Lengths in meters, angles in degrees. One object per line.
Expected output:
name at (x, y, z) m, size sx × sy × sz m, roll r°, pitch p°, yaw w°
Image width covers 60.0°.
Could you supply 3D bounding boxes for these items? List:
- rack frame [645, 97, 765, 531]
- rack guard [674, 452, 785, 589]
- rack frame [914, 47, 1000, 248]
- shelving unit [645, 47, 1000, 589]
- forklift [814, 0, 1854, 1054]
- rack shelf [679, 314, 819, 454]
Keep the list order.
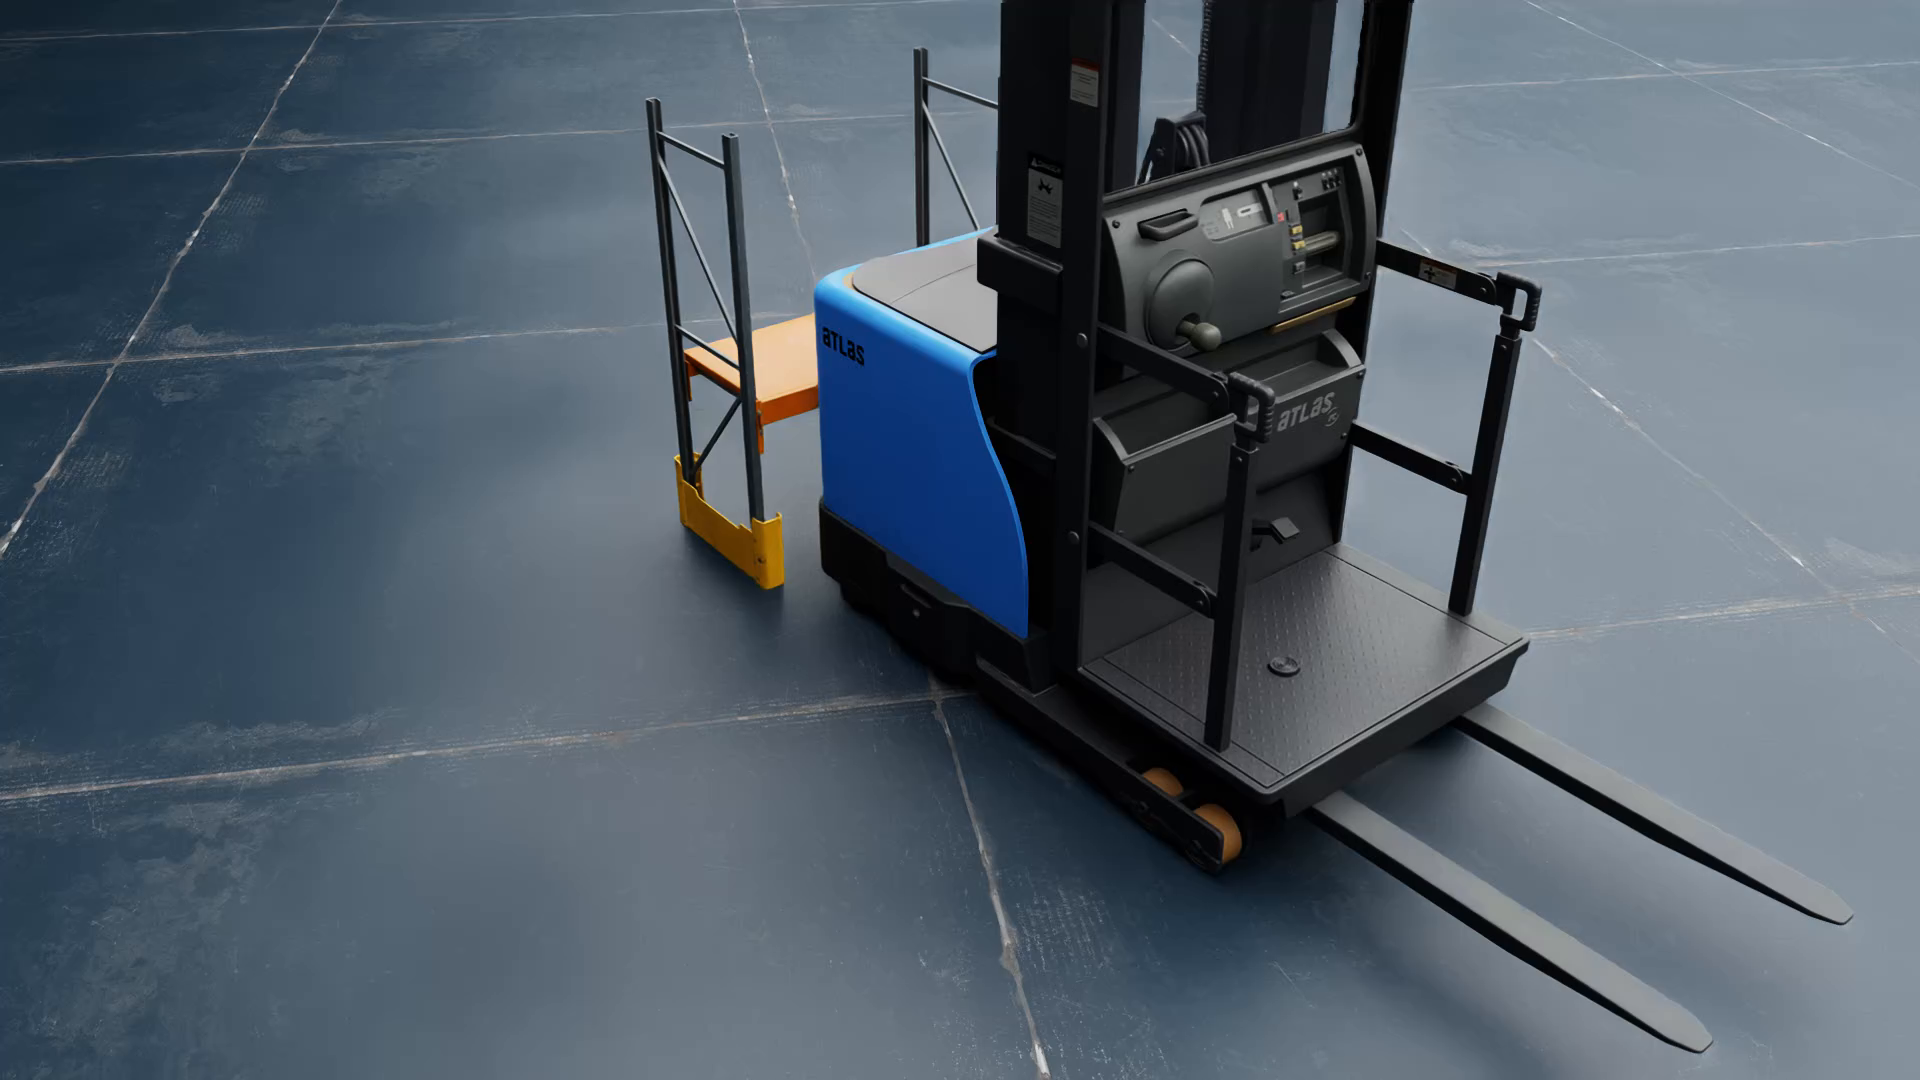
rack frame at (-0.798, -0.606, 5.301) m, size 0.032 × 1.500 × 0.500 m, roll -21°, pitch 37°, yaw -32°
rack guard at (-0.783, -0.074, 5.628) m, size 0.087 × 0.250 × 0.587 m, roll -21°, pitch 37°, yaw -32°
rack frame at (0.007, -0.921, 5.836) m, size 0.032 × 1.500 × 0.500 m, roll -21°, pitch 37°, yaw -32°
shelving unit at (-0.388, -0.766, 5.574) m, size 1.083 × 1.500 × 0.587 m, roll -21°, pitch 37°, yaw -32°
forklift at (0.860, -0.700, 4.048) m, size 1.130 × 2.935 × 3.031 m, roll -22°, pitch 37°, yaw -33°
rack shelf at (-0.395, -0.608, 5.660) m, size 1.000 × 0.185 × 0.538 m, roll -21°, pitch 37°, yaw -32°
